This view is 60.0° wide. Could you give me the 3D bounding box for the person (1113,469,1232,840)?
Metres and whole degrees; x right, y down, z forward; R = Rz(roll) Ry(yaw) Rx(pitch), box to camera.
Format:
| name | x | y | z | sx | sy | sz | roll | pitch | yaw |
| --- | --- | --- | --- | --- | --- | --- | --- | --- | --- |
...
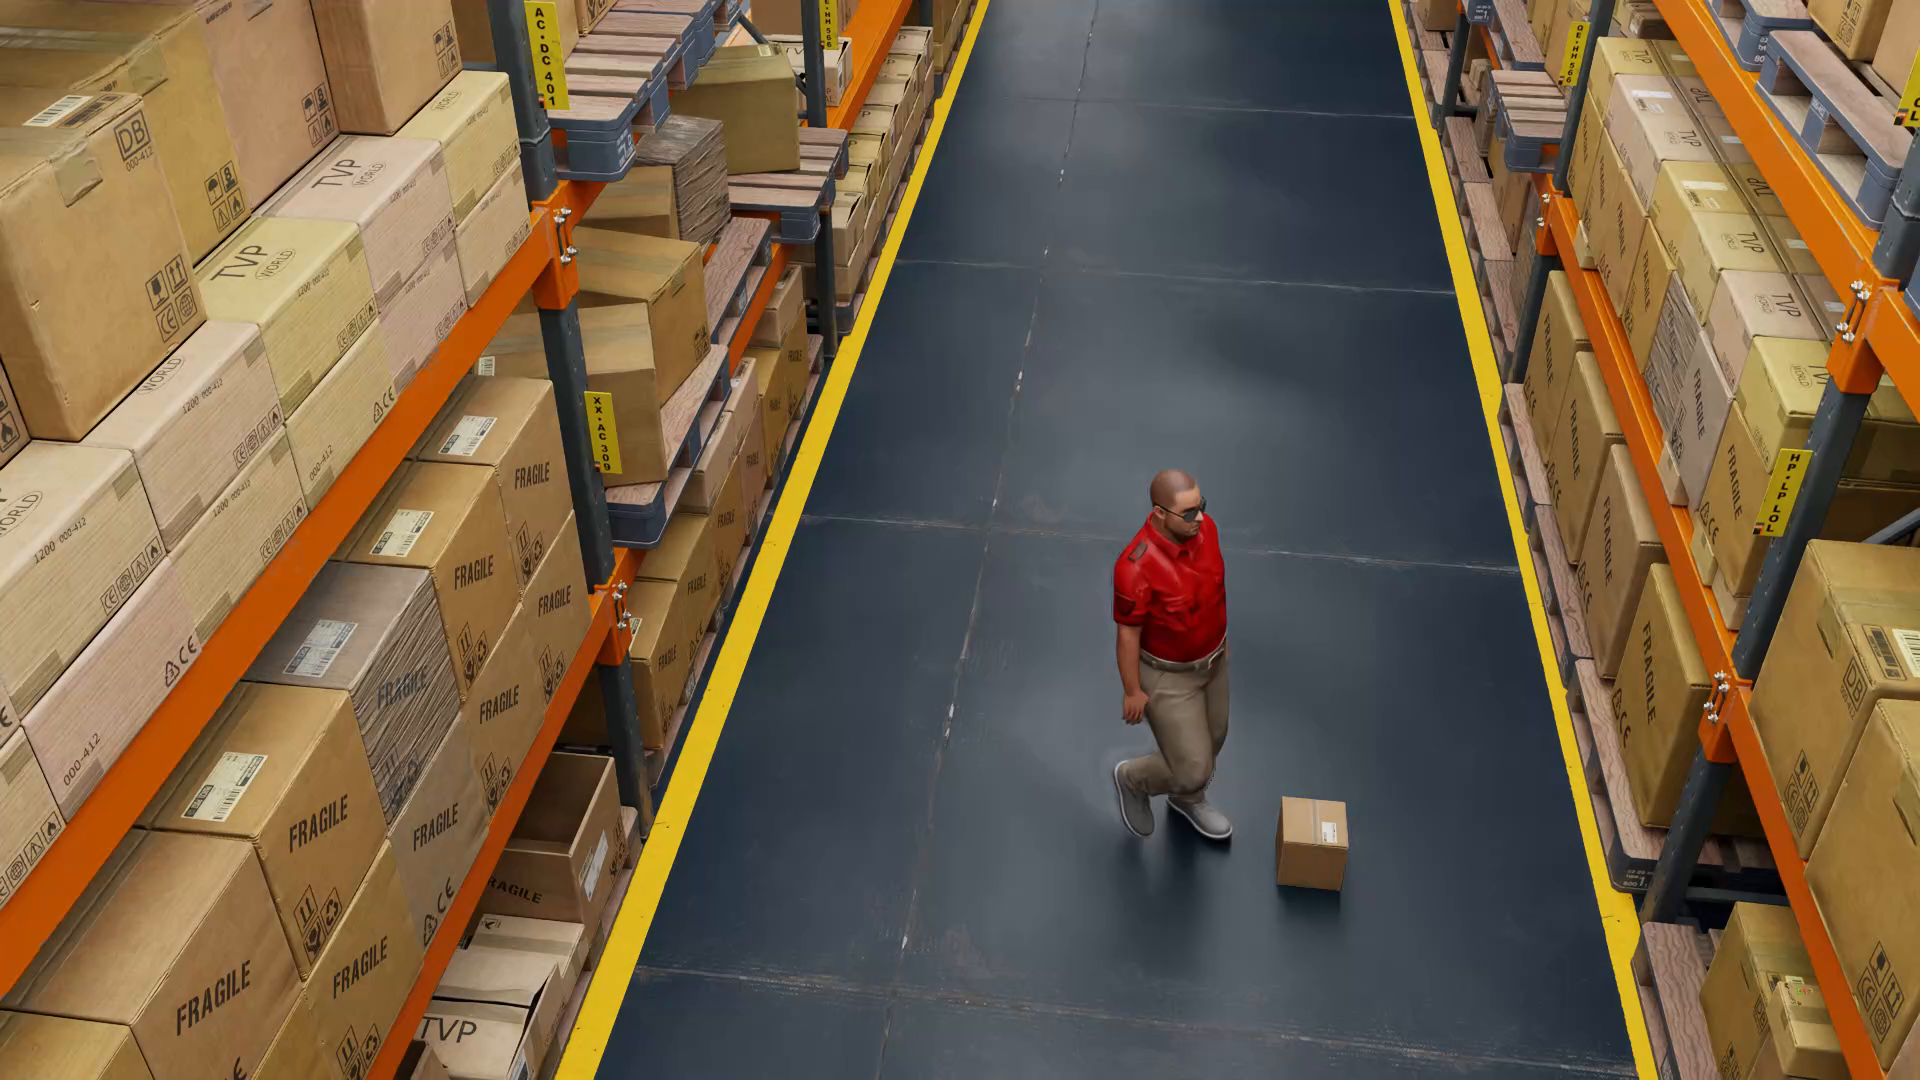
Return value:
| name | x | y | z | sx | sy | sz | roll | pitch | yaw |
| --- | --- | --- | --- | --- | --- | --- | --- | --- | --- |
| person | 0.862 | 0.490 | 6.355 | 0.479 | 1.721 | 0.568 | 28 | 44 | 33 |
